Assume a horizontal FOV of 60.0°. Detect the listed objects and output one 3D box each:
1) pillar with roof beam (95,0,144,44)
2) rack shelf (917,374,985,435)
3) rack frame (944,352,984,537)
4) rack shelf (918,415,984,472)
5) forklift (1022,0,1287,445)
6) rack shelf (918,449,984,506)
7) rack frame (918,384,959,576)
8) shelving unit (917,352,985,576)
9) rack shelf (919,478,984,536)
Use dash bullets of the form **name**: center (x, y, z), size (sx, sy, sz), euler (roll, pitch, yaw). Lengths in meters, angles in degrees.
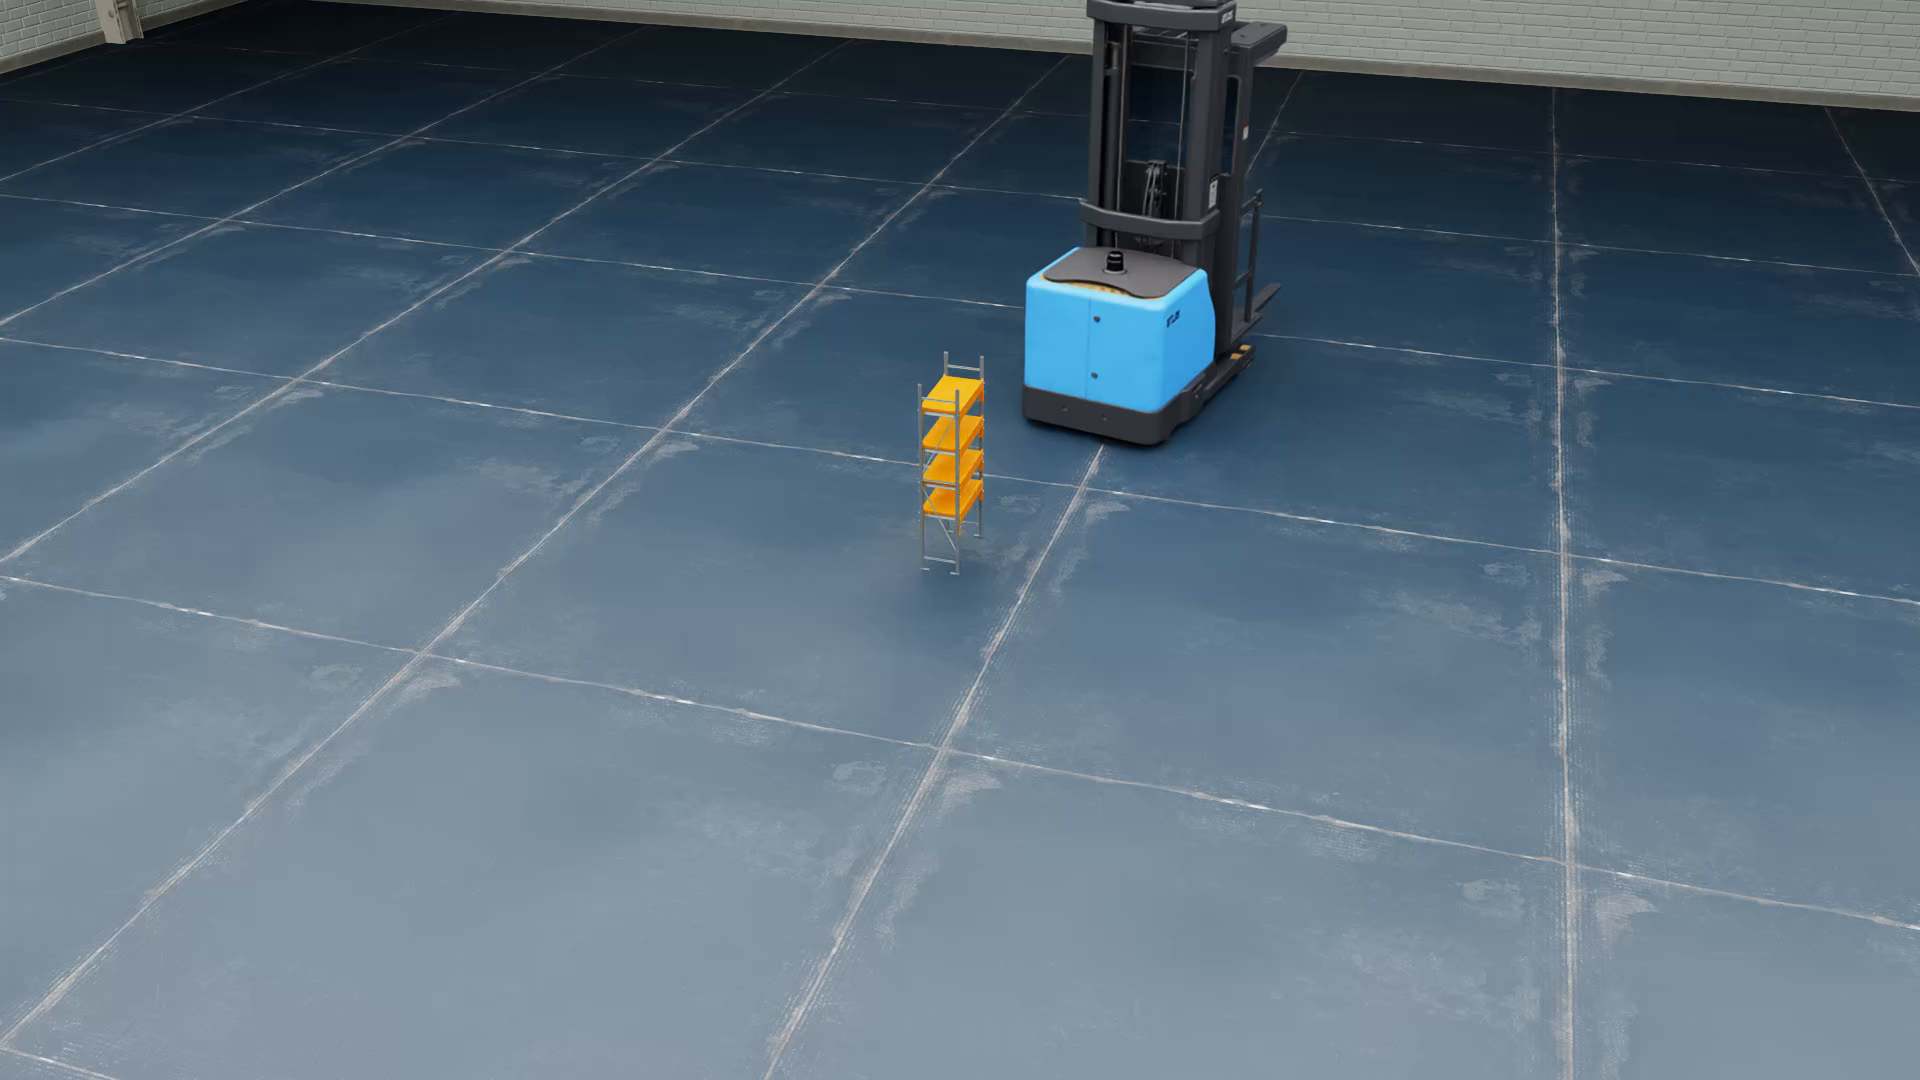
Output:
- **pillar with roof beam**: center (-7.097, -10.029, 19.022), size (9.100, 9.000, 0.400), euler (8, 30, 15)
- **rack shelf**: center (-0.049, -0.791, 9.629), size (0.258, 0.148, 0.480), euler (8, 30, 15)
- **rack frame**: center (0.023, -0.561, 10.024), size (0.240, 1.200, 0.015), euler (8, 30, 15)
- **rack shelf**: center (-0.049, -0.584, 9.744), size (0.258, 0.148, 0.480), euler (8, 30, 15)
- **forklift**: center (1.591, -2.610, 11.928), size (1.130, 2.935, 3.031), euler (15, 32, 25)
- **rack shelf**: center (-0.049, -0.389, 9.853), size (0.258, 0.148, 0.480), euler (8, 30, 15)
- **rack frame**: center (-0.120, -0.334, 9.616), size (0.240, 1.200, 0.015), euler (8, 30, 15)
- **shelving unit**: center (-0.049, -0.447, 9.820), size (0.258, 1.200, 0.503), euler (8, 30, 15)
- **rack shelf**: center (-0.049, -0.215, 9.949), size (0.258, 0.148, 0.480), euler (8, 30, 15)
